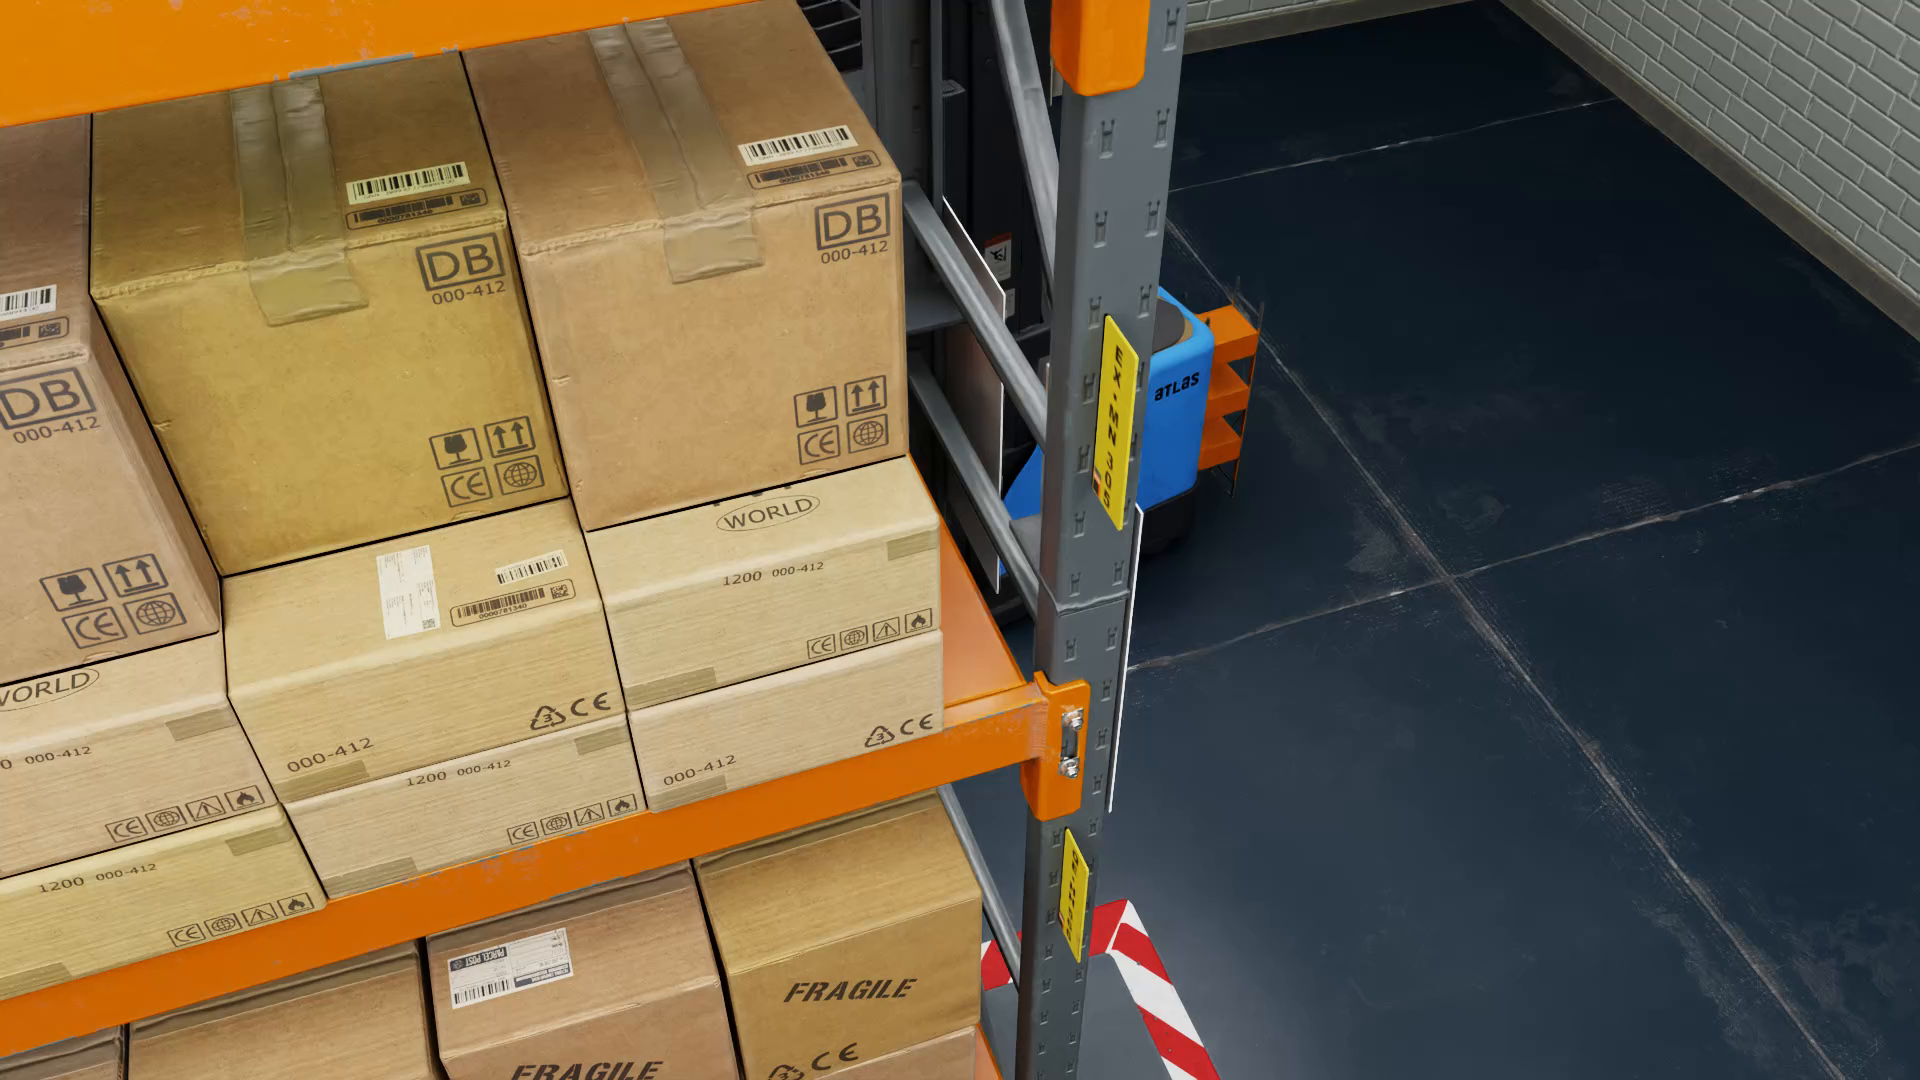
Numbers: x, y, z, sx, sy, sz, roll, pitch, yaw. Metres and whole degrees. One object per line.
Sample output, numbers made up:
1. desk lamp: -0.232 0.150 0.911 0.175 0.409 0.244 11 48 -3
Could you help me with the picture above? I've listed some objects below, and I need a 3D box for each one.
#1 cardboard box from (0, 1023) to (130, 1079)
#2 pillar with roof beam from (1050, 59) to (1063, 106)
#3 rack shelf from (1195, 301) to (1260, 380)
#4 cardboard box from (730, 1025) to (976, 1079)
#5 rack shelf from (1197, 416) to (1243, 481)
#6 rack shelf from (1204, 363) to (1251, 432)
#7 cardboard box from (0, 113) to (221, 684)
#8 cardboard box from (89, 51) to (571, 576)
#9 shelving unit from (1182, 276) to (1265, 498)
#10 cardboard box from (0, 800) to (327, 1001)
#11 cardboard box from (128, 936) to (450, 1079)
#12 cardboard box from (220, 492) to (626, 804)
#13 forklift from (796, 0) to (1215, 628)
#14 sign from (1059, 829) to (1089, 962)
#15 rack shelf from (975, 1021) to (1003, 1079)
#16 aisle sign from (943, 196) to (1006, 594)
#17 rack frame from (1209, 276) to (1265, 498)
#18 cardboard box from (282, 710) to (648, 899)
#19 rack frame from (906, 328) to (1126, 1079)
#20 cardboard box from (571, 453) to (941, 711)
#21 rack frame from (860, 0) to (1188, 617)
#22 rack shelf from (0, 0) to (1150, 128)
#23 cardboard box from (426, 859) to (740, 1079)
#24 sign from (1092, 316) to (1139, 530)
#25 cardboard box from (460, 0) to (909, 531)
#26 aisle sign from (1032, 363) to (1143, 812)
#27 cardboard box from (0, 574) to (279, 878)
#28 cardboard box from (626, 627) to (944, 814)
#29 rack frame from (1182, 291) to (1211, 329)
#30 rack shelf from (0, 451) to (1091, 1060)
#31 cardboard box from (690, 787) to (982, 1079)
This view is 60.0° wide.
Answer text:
1. cardboard box: -1.720 1.112 3.057 0.500 0.500 0.500 -13 47 -13
2. pillar with roof beam: 2.071 -2.938 3.635 0.400 9.000 9.100 -14 47 -14
3. rack shelf: 1.036 -0.775 6.704 0.240 0.259 0.215 -18 48 -17
4. cardboard box: -0.280 1.090 3.785 0.500 0.500 0.500 -13 47 -13
5. rack shelf: 1.036 -0.378 7.102 0.240 0.259 0.215 -18 48 -17
6. rack shelf: 1.036 -0.574 6.905 0.240 0.259 0.215 -18 48 -17
7. cardboard box: -1.362 -0.221 2.268 0.500 0.500 0.700 -14 47 -14
8. cardboard box: -0.928 -0.413 2.458 0.500 0.500 0.700 -14 47 -14
9. shelving unit: 1.036 -0.582 6.898 0.252 1.050 0.215 -18 48 -17
10. cardboard box: -1.285 0.371 2.560 0.500 0.250 0.500 -14 47 -14
11. cardboard box: -1.237 0.988 3.180 0.500 0.500 0.500 -13 47 -13
12. cardboard box: -0.818 0.068 2.509 0.500 0.250 0.500 -14 47 -14
13. forklift: -0.531 -0.799 5.786 3.031 2.935 1.130 -24 50 -22
14. sign: 0.219 0.690 3.213 0.005 0.325 0.100 -14 47 -14
15. rack shelf: -1.832 1.571 3.884 4.000 0.370 1.077 -14 47 -14
16. aisle sign: 0.013 -0.294 3.399 0.004 0.787 0.394 -14 47 -14
17. rack frame: 1.147 -0.617 6.933 0.008 1.050 0.200 -18 48 -17
18. cardboard box: -0.819 0.242 2.688 0.500 0.250 0.500 -14 47 -14
19. rack frame: 0.049 0.836 4.108 0.127 3.000 1.000 -14 47 -14
20. cardboard box: -0.348 -0.053 2.629 0.500 0.250 0.500 -14 47 -14
21. rack frame: 0.049 -1.282 1.983 0.127 3.000 1.000 -14 47 -14
22. rack shelf: -1.832 -0.545 1.760 4.000 0.370 1.077 -14 47 -14
23. cardboard box: -0.751 0.860 3.308 0.500 0.500 0.500 -13 47 -13
24. sign: 0.219 -0.161 2.359 0.005 0.325 0.100 -14 47 -14
25. cardboard box: -0.429 -0.477 2.522 0.500 0.500 0.700 -14 47 -14
26. aisle sign: 0.217 0.106 3.000 0.004 0.787 0.394 -14 47 -14
27. cardboard box: -1.289 0.185 2.392 0.500 0.250 0.500 -14 47 -14
28. cardboard box: -0.345 0.129 2.801 0.500 0.250 0.500 -14 47 -14
29. rack frame: 0.925 -0.546 6.862 0.008 1.050 0.200 -18 48 -17
30. rack shelf: -1.832 0.512 2.821 4.000 0.370 1.077 -14 47 -14
31. cardboard box: -0.276 0.738 3.429 0.500 0.500 0.500 -15 47 -14
